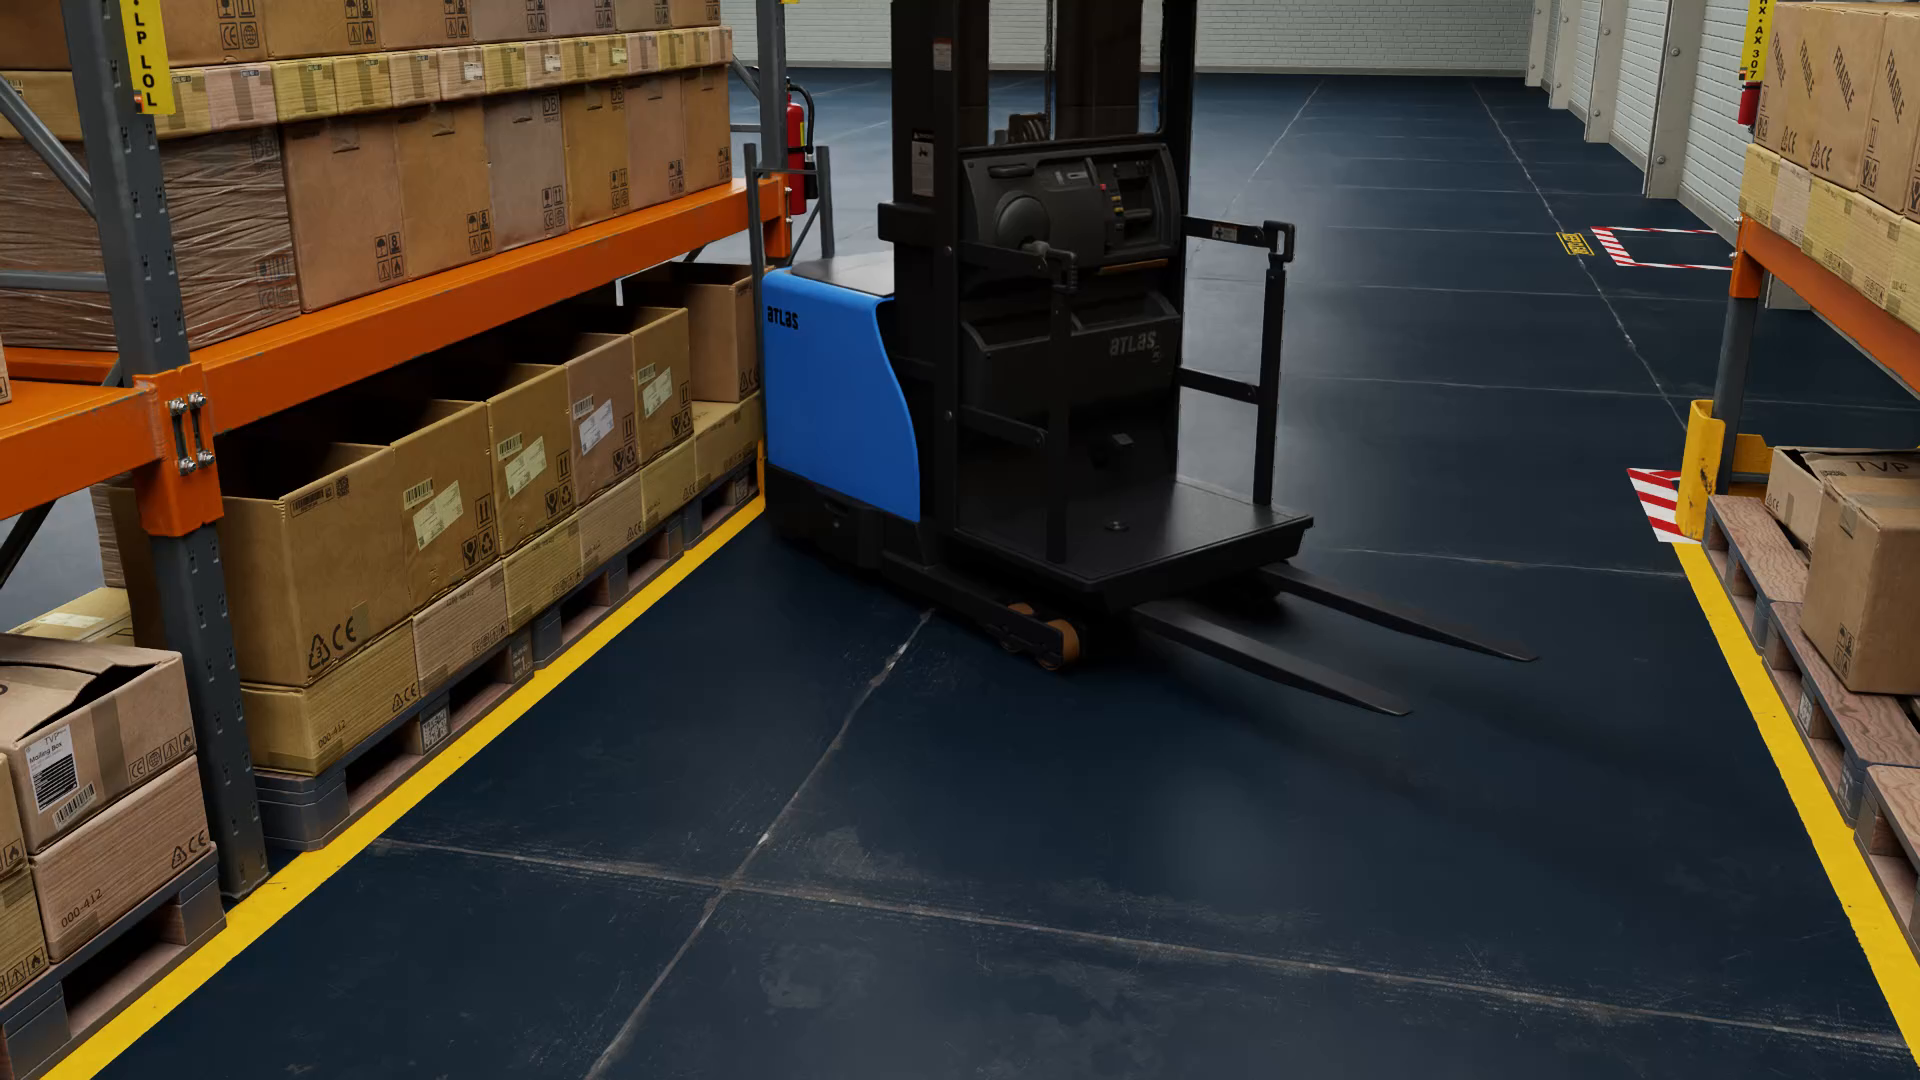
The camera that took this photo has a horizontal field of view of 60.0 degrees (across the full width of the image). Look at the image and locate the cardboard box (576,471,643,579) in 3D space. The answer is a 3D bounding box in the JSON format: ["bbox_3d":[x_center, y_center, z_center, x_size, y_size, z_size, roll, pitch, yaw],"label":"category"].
[{"bbox_3d":[-1.459,-0.076,5.875,0.500,0.250,0.500,5,19,13],"label":"cardboard box"}]

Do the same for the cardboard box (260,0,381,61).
[{"bbox_3d":[-2.012,-1.547,4.414,0.700,0.500,0.500,5,19,13],"label":"cardboard box"}]

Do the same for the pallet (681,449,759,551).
[{"bbox_3d":[-1.406,-0.279,7.177,1.003,0.211,1.213,5,19,13],"label":"pallet"}]

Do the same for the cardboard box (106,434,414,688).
[{"bbox_3d":[-1.820,0.039,4.376,0.500,0.500,0.500,5,19,13],"label":"cardboard box"}]

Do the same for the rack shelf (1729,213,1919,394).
[{"bbox_3d":[3.056,-0.484,4.577,1.077,0.370,4.000,5,19,13],"label":"rack shelf"}]

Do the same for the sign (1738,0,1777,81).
[{"bbox_3d":[3.019,-1.904,6.281,0.100,0.325,0.005,5,19,13],"label":"sign"}]

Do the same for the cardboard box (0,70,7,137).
[{"bbox_3d":[-2.378,-1.044,3.945,0.380,0.149,0.250,5,19,13],"label":"cardboard box"}]

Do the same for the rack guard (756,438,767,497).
[{"bbox_3d":[-0.657,-0.272,7.073,0.587,0.250,0.087,14,23,43],"label":"rack guard"}]

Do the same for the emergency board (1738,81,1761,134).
[{"bbox_3d":[6.319,-3.816,13.218,0.194,1.169,0.643,5,19,13],"label":"emergency board"}]

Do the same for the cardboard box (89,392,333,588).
[{"bbox_3d":[-2.202,-0.158,4.955,0.500,0.500,0.500,5,19,13],"label":"cardboard box"}]

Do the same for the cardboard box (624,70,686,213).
[{"bbox_3d":[-1.510,-1.578,6.513,0.700,0.500,0.500,5,20,15],"label":"cardboard box"}]

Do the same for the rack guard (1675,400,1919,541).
[{"bbox_3d":[3.526,-0.245,6.630,1.175,0.500,0.348,5,19,13],"label":"rack guard"}]

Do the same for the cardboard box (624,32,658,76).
[{"bbox_3d":[-1.357,-1.820,6.217,0.380,0.149,0.250,5,19,14],"label":"cardboard box"}]

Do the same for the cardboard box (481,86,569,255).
[{"bbox_3d":[-1.762,-1.258,5.575,0.700,0.500,0.500,5,20,15],"label":"cardboard box"}]

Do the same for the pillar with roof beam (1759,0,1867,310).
[{"bbox_3d":[1.504,-6.223,10.985,9.100,9.000,0.400,5,19,13],"label":"pillar with roof beam"}]

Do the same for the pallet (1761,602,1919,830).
[{"bbox_3d":[2.993,0.525,4.824,1.003,0.211,1.213,5,19,13],"label":"pallet"}]

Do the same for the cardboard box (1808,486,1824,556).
[{"bbox_3d":[3.149,0.001,5.522,0.500,0.311,0.500,6,20,18],"label":"cardboard box"}]

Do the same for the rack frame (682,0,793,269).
[{"bbox_3d":[-1.260,-1.841,7.438,1.000,3.000,0.127,5,19,13],"label":"rack frame"}]

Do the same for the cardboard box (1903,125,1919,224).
[{"bbox_3d":[2.633,-0.977,3.949,0.500,0.500,0.500,4,19,12],"label":"cardboard box"}]

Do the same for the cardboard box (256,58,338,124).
[{"bbox_3d":[-1.861,-1.171,4.316,0.380,0.149,0.250,4,19,12],"label":"cardboard box"}]

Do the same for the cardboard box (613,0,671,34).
[{"bbox_3d":[-1.522,-2.175,6.254,0.700,0.500,0.500,4,19,12],"label":"cardboard box"}]

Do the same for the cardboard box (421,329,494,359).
[{"bbox_3d":[-1.976,-0.473,5.877,0.500,0.500,0.500,5,19,13],"label":"cardboard box"}]

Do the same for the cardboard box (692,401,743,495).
[{"bbox_3d":[-1.215,-0.390,6.792,0.500,0.250,0.500,5,19,13],"label":"cardboard box"}]

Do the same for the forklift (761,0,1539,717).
[{"bbox_3d":[0.528,-1.142,5.496,1.130,2.935,3.031,-15,24,-36],"label":"forklift"}]

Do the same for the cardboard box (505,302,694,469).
[{"bbox_3d":[-1.332,-0.588,6.211,0.500,0.500,0.500,5,19,13],"label":"cardboard box"}]

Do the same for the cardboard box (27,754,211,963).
[{"bbox_3d":[-2.057,0.668,3.696,0.500,0.250,0.500,4,19,13],"label":"cardboard box"}]

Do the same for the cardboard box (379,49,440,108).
[{"bbox_3d":[-1.735,-1.331,4.786,0.380,0.149,0.250,4,19,12],"label":"cardboard box"}]

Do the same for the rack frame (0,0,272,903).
[{"bbox_3d":[-2.237,-0.588,3.767,1.000,3.000,0.127,5,19,13],"label":"rack frame"}]

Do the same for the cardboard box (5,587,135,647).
[{"bbox_3d":[-2.336,0.352,4.620,0.500,0.250,0.500,5,19,13],"label":"cardboard box"}]

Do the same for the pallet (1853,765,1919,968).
[{"bbox_3d":[2.697,0.909,3.701,1.003,0.211,1.213,5,19,13],"label":"pallet"}]

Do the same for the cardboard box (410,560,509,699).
[{"bbox_3d":[-1.703,0.237,4.957,0.500,0.250,0.500,5,19,13],"label":"cardboard box"}]

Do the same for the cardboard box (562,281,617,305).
[{"bbox_3d":[-1.727,-0.786,6.793,0.500,0.500,0.500,5,19,13],"label":"cardboard box"}]

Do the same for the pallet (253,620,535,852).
[{"bbox_3d":[-2.002,0.486,4.938,1.003,0.211,1.213,5,19,13],"label":"pallet"}]

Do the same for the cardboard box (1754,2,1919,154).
[{"bbox_3d":[3.137,-1.619,5.827,0.500,0.500,0.500,5,19,13],"label":"cardboard box"}]

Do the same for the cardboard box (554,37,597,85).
[{"bbox_3d":[-1.483,-1.655,5.734,0.380,0.149,0.250,5,20,15],"label":"cardboard box"}]

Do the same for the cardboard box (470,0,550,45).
[{"bbox_3d":[-1.767,-1.860,5.332,0.700,0.500,0.500,5,19,13],"label":"cardboard box"}]

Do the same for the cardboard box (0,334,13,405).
[{"bbox_3d":[-2.315,-0.359,3.330,0.500,0.250,0.500,6,20,17],"label":"cardboard box"}]

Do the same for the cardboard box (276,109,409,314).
[{"bbox_3d":[-2.012,-0.940,4.645,0.700,0.500,0.500,4,19,13],"label":"cardboard box"}]

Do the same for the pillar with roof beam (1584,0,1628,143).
[{"bbox_3d":[4.436,-9.984,21.997,9.100,9.000,0.400,5,19,13],"label":"pillar with roof beam"}]

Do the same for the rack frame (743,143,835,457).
[{"bbox_3d":[-0.678,-0.869,6.890,0.500,1.500,0.032,14,23,43],"label":"rack frame"}]

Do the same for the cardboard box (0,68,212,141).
[{"bbox_3d":[-1.984,-1.011,3.848,0.380,0.149,0.250,5,19,13],"label":"cardboard box"}]

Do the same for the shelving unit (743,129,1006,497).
[{"bbox_3d":[-0.328,-0.984,7.228,0.587,1.500,1.083,14,23,43],"label":"shelving unit"}]

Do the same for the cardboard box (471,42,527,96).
[{"bbox_3d":[-1.609,-1.497,5.270,0.380,0.149,0.250,4,19,13],"label":"cardboard box"}]

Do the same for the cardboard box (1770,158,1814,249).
[{"bbox_3d":[3.005,-1.098,5.463,0.500,0.250,0.500,4,19,12],"label":"cardboard box"}]

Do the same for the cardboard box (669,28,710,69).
[{"bbox_3d":[-1.231,-1.979,6.682,0.380,0.149,0.250,5,20,15],"label":"cardboard box"}]

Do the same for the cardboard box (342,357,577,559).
[{"bbox_3d":[-1.576,-0.274,5.293,0.500,0.500,0.500,5,19,13],"label":"cardboard box"}]

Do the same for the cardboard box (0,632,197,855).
[{"bbox_3d":[-2.058,0.399,3.615,0.500,0.311,0.500,5,19,13],"label":"cardboard box"}]

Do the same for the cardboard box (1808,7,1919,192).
[{"bbox_3d":[2.874,-1.303,4.903,0.500,0.500,0.500,4,19,12],"label":"cardboard box"}]

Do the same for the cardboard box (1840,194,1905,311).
[{"bbox_3d":[2.749,-0.781,4.533,0.500,0.250,0.500,5,19,14],"label":"cardboard box"}]
